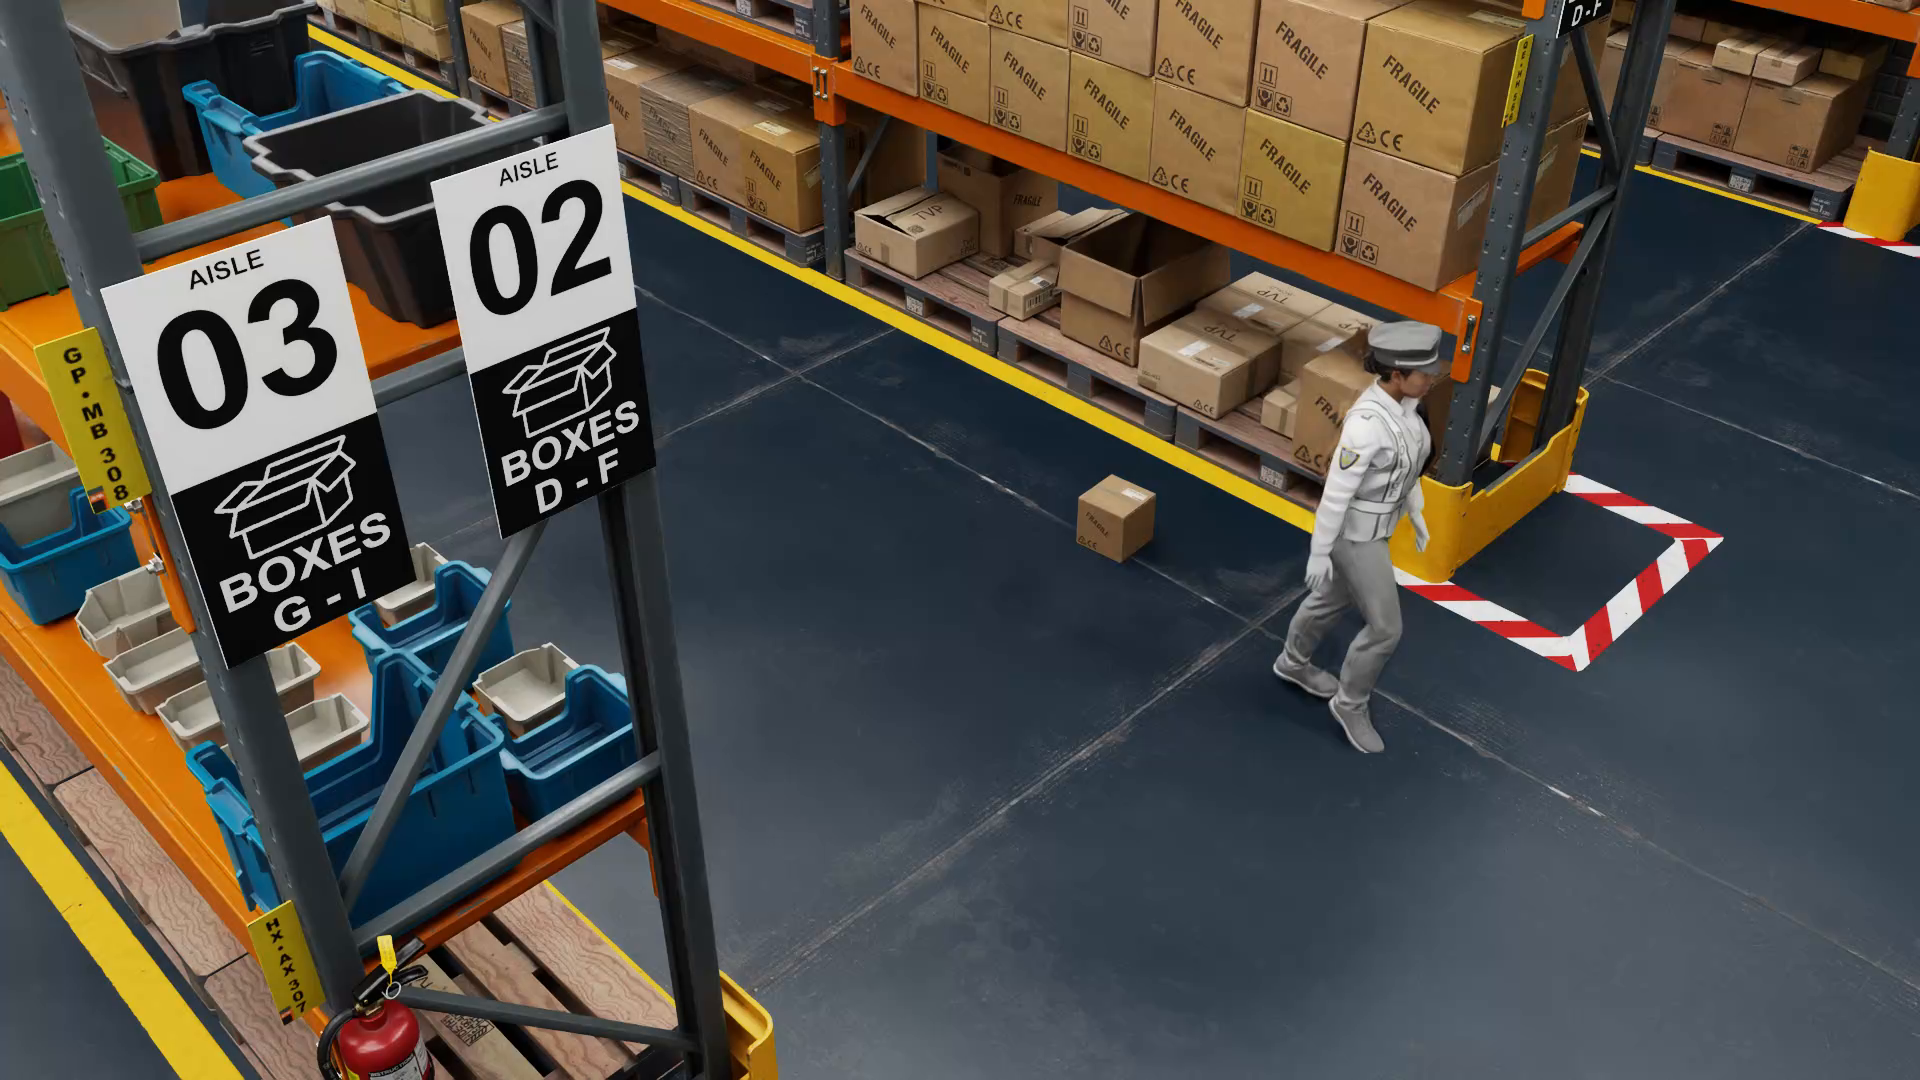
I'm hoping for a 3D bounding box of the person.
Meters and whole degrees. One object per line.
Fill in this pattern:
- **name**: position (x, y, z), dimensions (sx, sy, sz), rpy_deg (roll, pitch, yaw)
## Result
- **person**: position (1.489, -0.011, 6.165), dimensions (0.528, 1.719, 0.563), rpy_deg (19, 40, 24)
